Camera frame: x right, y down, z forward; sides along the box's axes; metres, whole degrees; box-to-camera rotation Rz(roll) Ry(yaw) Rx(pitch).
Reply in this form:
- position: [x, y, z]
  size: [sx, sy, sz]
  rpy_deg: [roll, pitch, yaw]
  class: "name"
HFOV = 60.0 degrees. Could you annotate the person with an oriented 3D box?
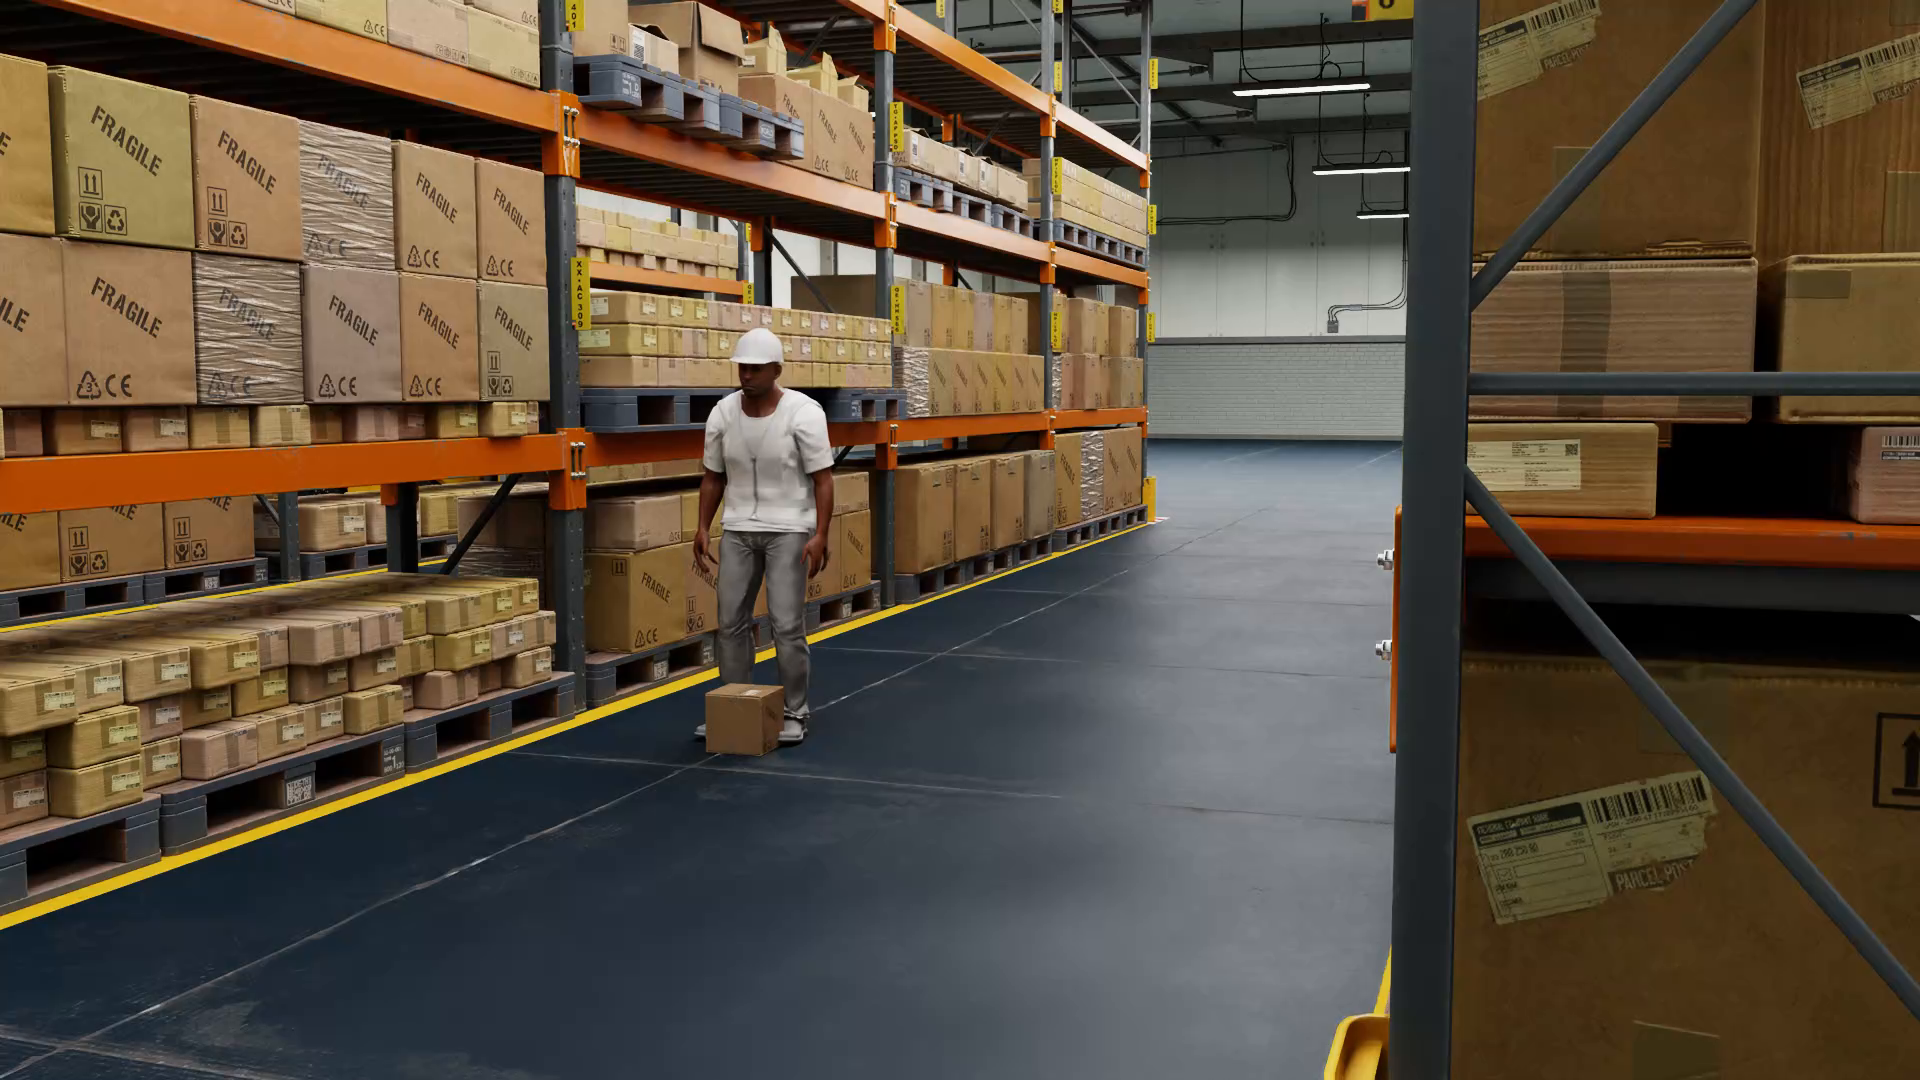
- position: [-0.844, -0.020, 7.118]
  size: [0.627, 1.761, 0.456]
  rpy_deg: [2, 5, 19]
  class: "person"
